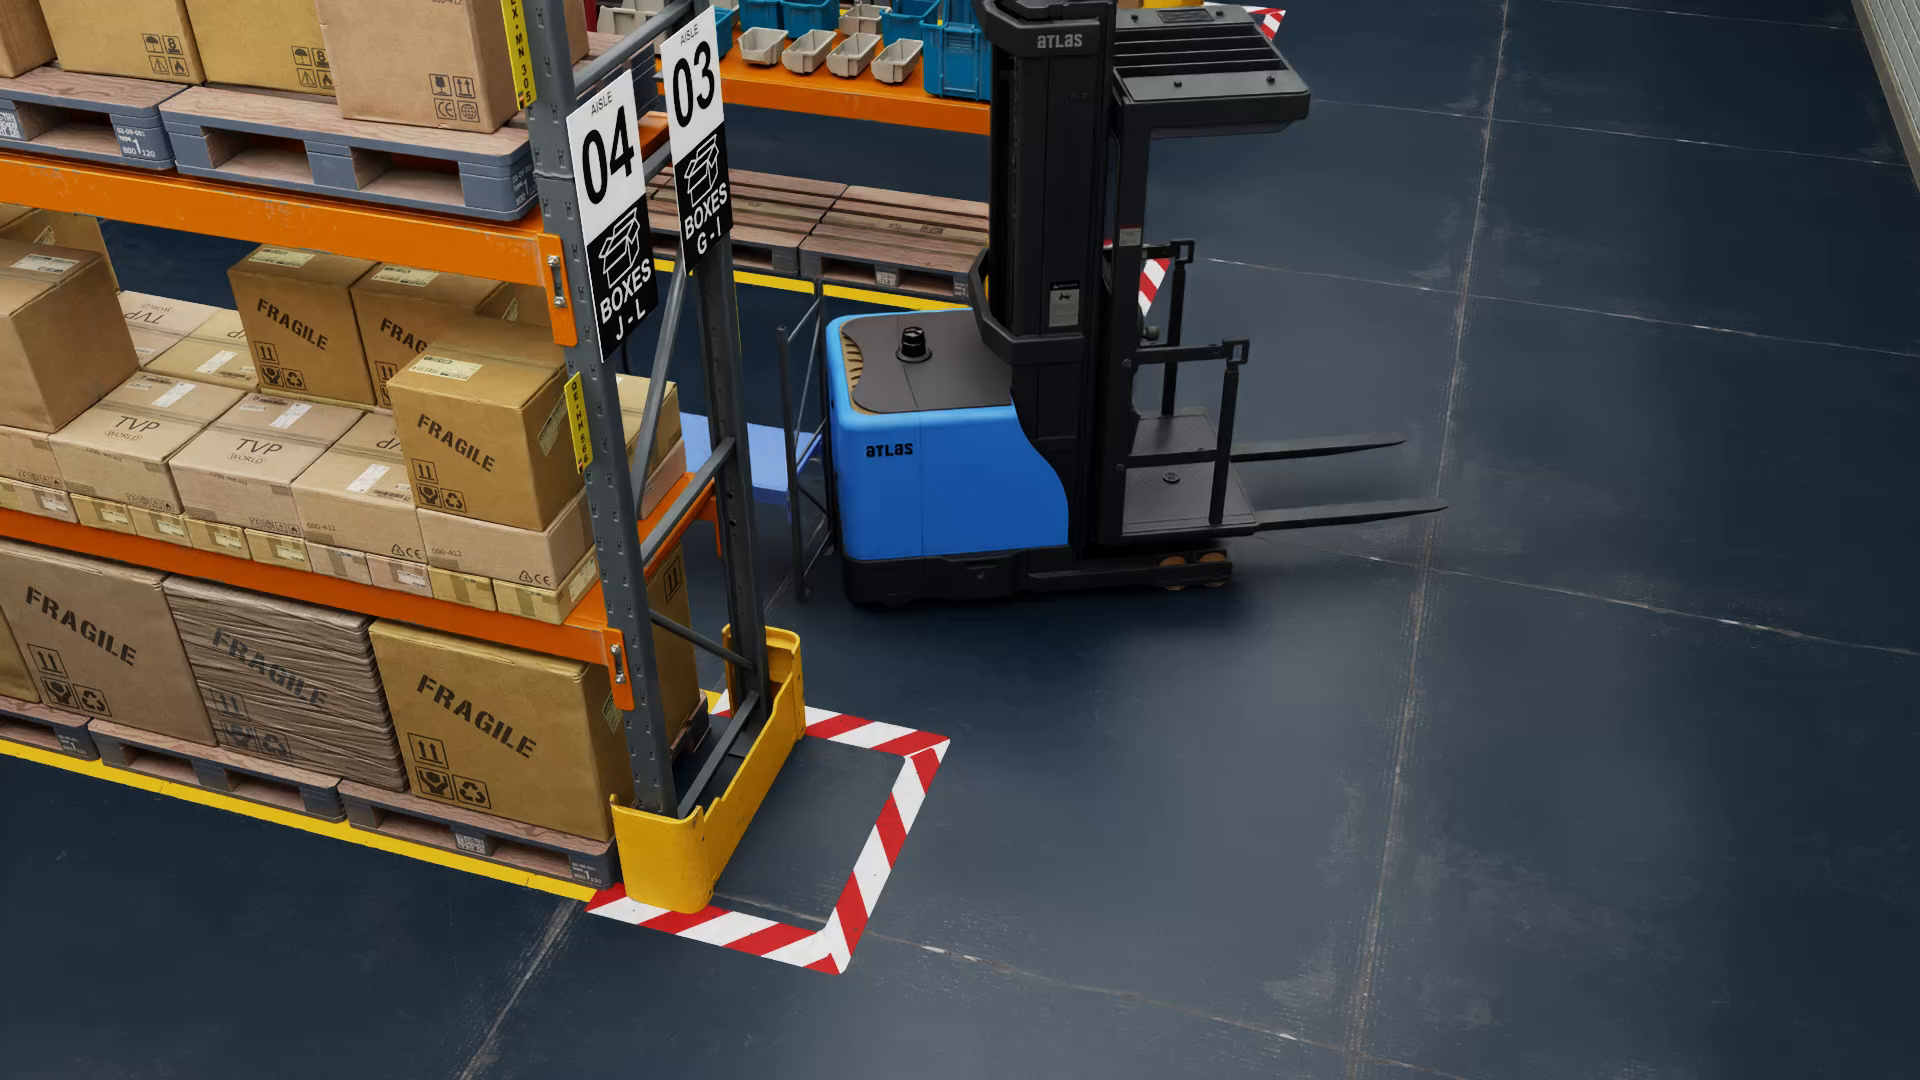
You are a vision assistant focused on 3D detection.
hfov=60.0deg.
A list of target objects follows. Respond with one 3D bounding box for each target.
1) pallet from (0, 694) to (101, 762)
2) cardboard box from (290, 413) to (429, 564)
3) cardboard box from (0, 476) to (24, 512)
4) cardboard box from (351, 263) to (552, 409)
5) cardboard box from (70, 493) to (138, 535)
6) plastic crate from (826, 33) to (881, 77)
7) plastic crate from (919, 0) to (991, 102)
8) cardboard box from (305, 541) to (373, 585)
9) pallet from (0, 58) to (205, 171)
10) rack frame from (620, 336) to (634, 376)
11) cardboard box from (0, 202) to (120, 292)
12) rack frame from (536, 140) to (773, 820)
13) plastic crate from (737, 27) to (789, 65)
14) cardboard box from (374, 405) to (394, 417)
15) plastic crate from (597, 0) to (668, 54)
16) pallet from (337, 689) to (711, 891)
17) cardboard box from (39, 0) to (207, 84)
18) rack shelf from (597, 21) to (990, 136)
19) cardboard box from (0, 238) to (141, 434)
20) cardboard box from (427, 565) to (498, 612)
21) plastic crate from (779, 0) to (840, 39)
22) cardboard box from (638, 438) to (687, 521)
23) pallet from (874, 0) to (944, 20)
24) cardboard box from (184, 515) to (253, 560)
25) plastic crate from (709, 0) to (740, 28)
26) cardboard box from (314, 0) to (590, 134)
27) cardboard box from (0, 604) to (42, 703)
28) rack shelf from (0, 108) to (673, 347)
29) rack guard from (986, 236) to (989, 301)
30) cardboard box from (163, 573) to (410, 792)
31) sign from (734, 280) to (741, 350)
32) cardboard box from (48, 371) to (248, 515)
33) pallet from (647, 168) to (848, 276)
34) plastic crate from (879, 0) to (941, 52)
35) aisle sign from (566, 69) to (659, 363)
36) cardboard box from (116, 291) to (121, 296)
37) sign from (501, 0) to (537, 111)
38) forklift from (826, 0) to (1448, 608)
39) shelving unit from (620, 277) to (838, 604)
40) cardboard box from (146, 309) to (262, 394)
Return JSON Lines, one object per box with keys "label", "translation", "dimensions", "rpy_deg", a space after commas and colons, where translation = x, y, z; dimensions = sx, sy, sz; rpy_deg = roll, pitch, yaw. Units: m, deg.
{"label": "pallet", "translation": [-4.136, 0.485, 7.598], "dimensions": [1.213, 0.211, 1.003], "rpy_deg": [10, 38, 14]}
{"label": "cardboard box", "translation": [-2.046, -0.195, 6.045], "dimensions": [0.500, 0.250, 0.500], "rpy_deg": [10, 37, 13]}
{"label": "cardboard box", "translation": [-3.657, -0.292, 6.513], "dimensions": [0.250, 0.149, 0.380], "rpy_deg": [10, 38, 13]}
{"label": "cardboard box", "translation": [-1.875, -0.797, 6.231], "dimensions": [0.500, 0.500, 0.500], "rpy_deg": [10, 37, 13]}
{"label": "cardboard box", "translation": [-3.167, -0.201, 6.389], "dimensions": [0.250, 0.149, 0.380], "rpy_deg": [9, 37, 13]}
{"label": "plastic crate", "translation": [-0.648, -2.931, 10.059], "dimensions": [0.243, 0.136, 0.396], "rpy_deg": [10, 38, 14]}
{"label": "plastic crate", "translation": [0.081, -2.904, 9.770], "dimensions": [0.499, 0.435, 0.616], "rpy_deg": [10, 38, 14]}
{"label": "cardboard box", "translation": [-2.185, -0.020, 6.144], "dimensions": [0.250, 0.149, 0.380], "rpy_deg": [11, 38, 15]}
{"label": "pallet", "translation": [-2.900, -1.622, 5.653], "dimensions": [1.213, 0.211, 1.003], "rpy_deg": [10, 38, 14]}
{"label": "rack frame", "translation": [-1.680, -0.607, 7.994], "dimensions": [0.032, 1.500, 0.500], "rpy_deg": [10, 37, 13]}
{"label": "cardboard box", "translation": [-3.843, -1.157, 6.720], "dimensions": [0.500, 0.500, 0.500], "rpy_deg": [11, 38, 14]}
{"label": "rack frame", "translation": [-1.020, -0.110, 6.054], "dimensions": [0.127, 3.000, 1.000], "rpy_deg": [10, 38, 14]}
{"label": "plastic crate", "translation": [-1.209, -3.009, 10.164], "dimensions": [0.250, 0.136, 0.298], "rpy_deg": [10, 38, 14]}
{"label": "cardboard box", "translation": [-1.896, -0.495, 6.453], "dimensions": [0.500, 0.250, 0.500], "rpy_deg": [10, 38, 13]}
{"label": "plastic crate", "translation": [-1.959, -3.222, 10.331], "dimensions": [0.530, 0.282, 0.437], "rpy_deg": [10, 38, 14]}
{"label": "pallet", "translation": [-1.807, 0.916, 7.012], "dimensions": [1.213, 0.211, 1.003], "rpy_deg": [10, 38, 14]}
{"label": "cardboard box", "translation": [-2.542, -1.861, 5.379], "dimensions": [0.500, 0.500, 0.700], "rpy_deg": [8, 37, 11]}
{"label": "rack shelf", "translation": [-1.452, -2.976, 10.555], "dimensions": [4.000, 0.370, 1.077], "rpy_deg": [10, 38, 14]}
{"label": "cardboard box", "translation": [-3.492, -0.768, 6.191], "dimensions": [0.500, 0.500, 0.500], "rpy_deg": [9, 37, 12]}
{"label": "cardboard box", "translation": [-1.707, 0.070, 6.022], "dimensions": [0.250, 0.149, 0.380], "rpy_deg": [11, 38, 14]}
{"label": "plastic crate", "translation": [-0.938, -3.332, 10.522], "dimensions": [0.300, 0.233, 0.416], "rpy_deg": [10, 38, 14]}
{"label": "cardboard box", "translation": [-1.261, -0.258, 6.467], "dimensions": [0.250, 0.149, 0.380], "rpy_deg": [11, 38, 14]}
{"label": "pallet", "translation": [-0.057, -4.962, 14.998], "dimensions": [1.213, 0.211, 1.003], "rpy_deg": [10, 38, 14]}
{"label": "cardboard box", "translation": [-2.681, -0.111, 6.267], "dimensions": [0.250, 0.149, 0.380], "rpy_deg": [11, 38, 14]}
{"label": "plastic crate", "translation": [-1.610, -3.400, 10.695], "dimensions": [0.466, 0.136, 0.293], "rpy_deg": [10, 38, 14]}
{"label": "cardboard box", "translation": [-1.533, -1.629, 5.065], "dimensions": [0.500, 0.500, 0.700], "rpy_deg": [8, 37, 11]}
{"label": "cardboard box", "translation": [-4.232, 0.032, 7.300], "dimensions": [0.875, 0.875, 0.875], "rpy_deg": [10, 38, 14]}
{"label": "rack shelf", "translation": [-2.929, -1.382, 5.858], "dimensions": [4.000, 0.370, 1.077], "rpy_deg": [10, 38, 14]}
{"label": "rack guard", "translation": [0.483, -1.909, 10.607], "dimensions": [0.348, 0.500, 1.175], "rpy_deg": [10, 38, 14]}
{"label": "cardboard box", "translation": [-2.524, 0.348, 6.870], "dimensions": [0.875, 0.875, 0.875], "rpy_deg": [10, 38, 14]}
{"label": "sign", "translation": [-0.849, -0.803, 6.199], "dimensions": [0.005, 0.325, 0.100], "rpy_deg": [10, 38, 14]}
{"label": "cardboard box", "translation": [-3.030, -0.374, 6.289], "dimensions": [0.500, 0.250, 0.500], "rpy_deg": [11, 38, 14]}
{"label": "pallet", "translation": [-1.480, -2.174, 11.210], "dimensions": [1.213, 0.211, 1.003], "rpy_deg": [10, 38, 14]}
{"label": "plastic crate", "translation": [-0.309, -3.215, 10.364], "dimensions": [0.300, 0.233, 0.416], "rpy_deg": [10, 38, 14]}
{"label": "aisle sign", "translation": [-1.041, -0.974, 5.035], "dimensions": [0.004, 0.787, 0.394], "rpy_deg": [10, 38, 14]}
{"label": "cardboard box", "translation": [-3.844, -0.857, 6.944], "dimensions": [0.500, 0.250, 0.500], "rpy_deg": [12, 38, 15]}
{"label": "sign", "translation": [-1.195, -1.338, 4.512], "dimensions": [0.005, 0.325, 0.100], "rpy_deg": [10, 38, 14]}
{"label": "forklift", "translation": [0.891, -1.243, 7.651], "dimensions": [3.031, 2.935, 1.130], "rpy_deg": [-5, 37, -6]}
{"label": "shelving unit", "translation": [-1.191, -0.523, 7.880], "dimensions": [1.048, 1.500, 0.538], "rpy_deg": [10, 37, 13]}
{"label": "cardboard box", "translation": [-2.874, -0.675, 6.697], "dimensions": [0.500, 0.250, 0.500], "rpy_deg": [10, 37, 13]}
